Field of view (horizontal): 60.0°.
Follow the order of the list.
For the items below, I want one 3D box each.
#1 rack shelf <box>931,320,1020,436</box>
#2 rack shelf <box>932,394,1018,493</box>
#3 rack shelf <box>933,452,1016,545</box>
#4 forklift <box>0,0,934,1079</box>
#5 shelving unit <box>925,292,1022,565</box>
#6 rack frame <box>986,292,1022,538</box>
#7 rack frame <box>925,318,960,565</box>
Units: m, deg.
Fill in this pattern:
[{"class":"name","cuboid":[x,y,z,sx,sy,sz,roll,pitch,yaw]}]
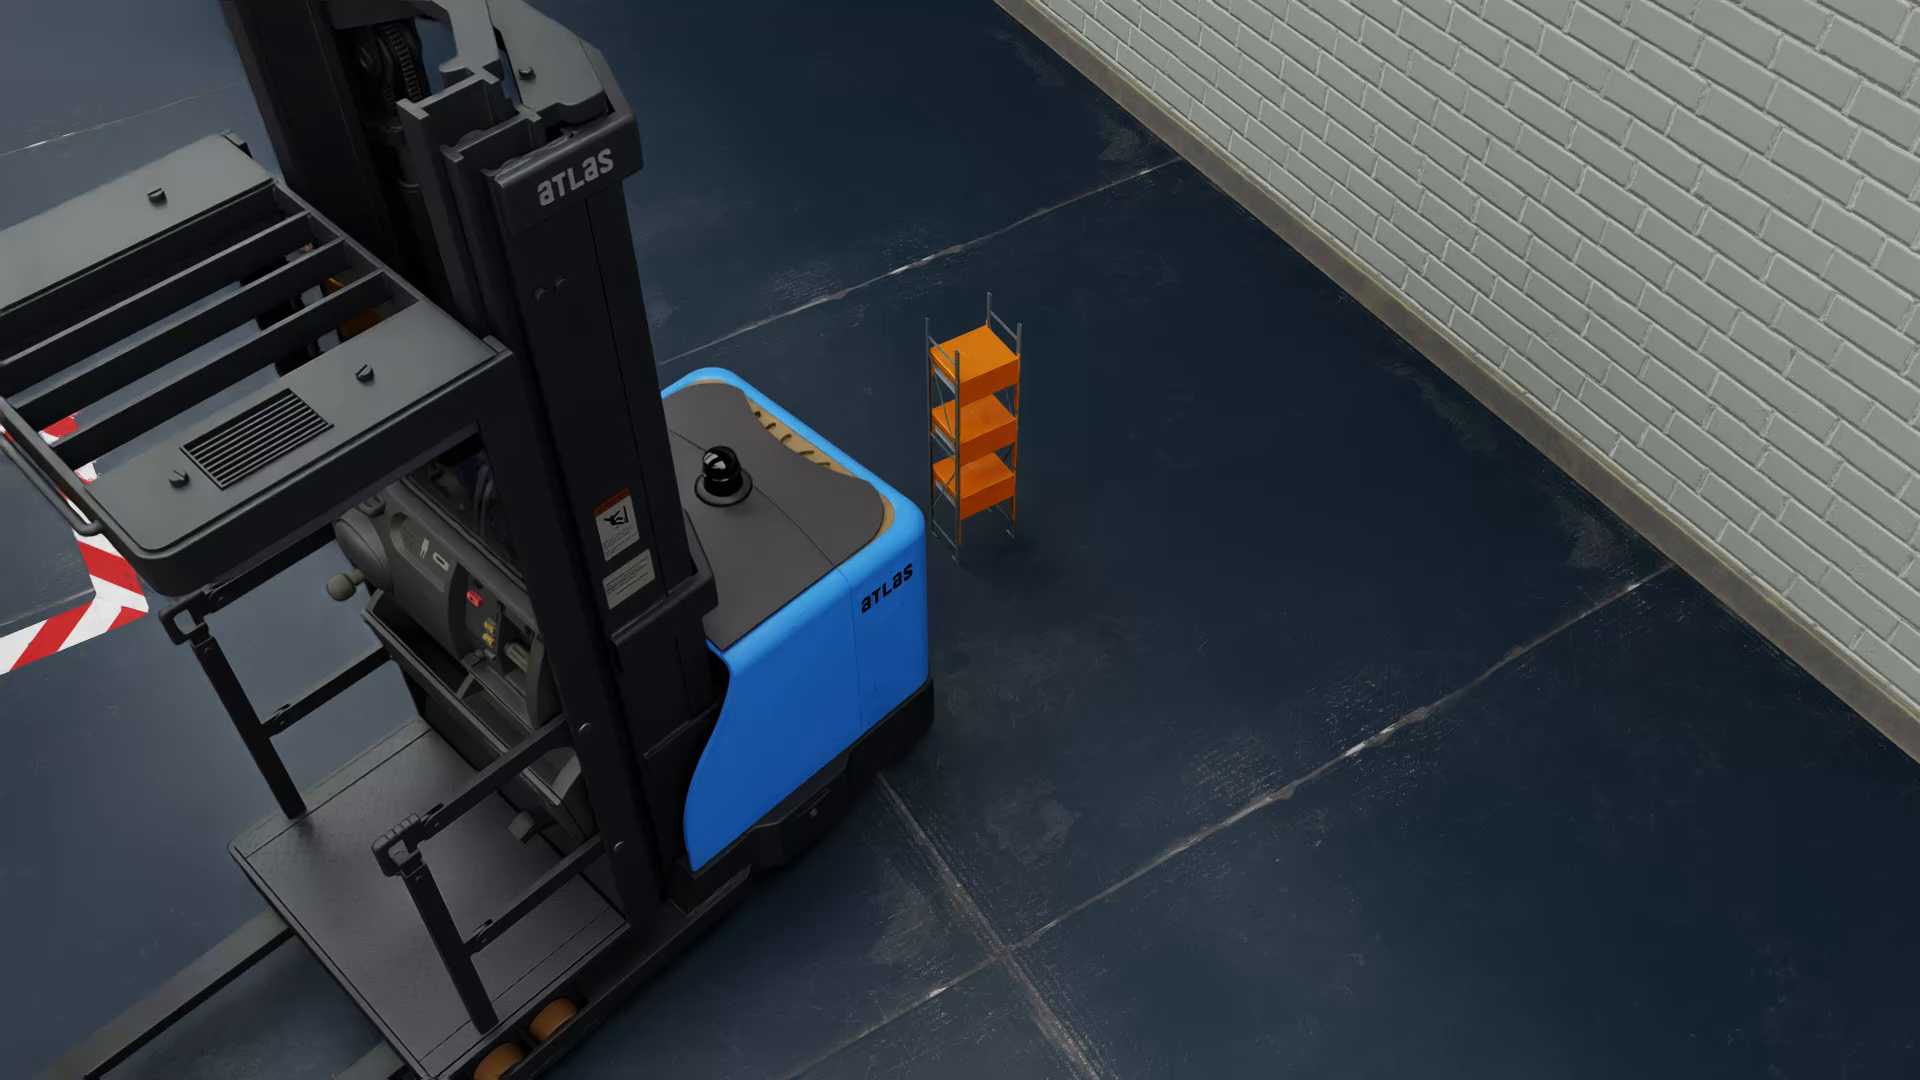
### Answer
[{"class":"rack shelf","cuboid":[0.045,-0.552,5.673,0.240,0.259,0.215,-25,53,-21]},{"class":"rack shelf","cuboid":[0.045,-0.363,5.885,0.240,0.259,0.215,-25,53,-21]},{"class":"rack shelf","cuboid":[0.045,-0.179,6.092,0.240,0.259,0.215,-25,53,-21]},{"class":"forklift","cuboid":[-1.474,0.200,4.109,1.130,2.935,3.031,36,57,28]},{"class":"shelving unit","cuboid":[0.045,-0.370,5.877,0.252,1.050,0.215,-25,53,-21]},{"class":"rack frame","cuboid":[0.148,-0.419,5.920,0.008,1.050,0.200,-25,53,-21]},{"class":"rack frame","cuboid":[-0.058,-0.322,5.834,0.008,1.050,0.200,-25,53,-21]}]
